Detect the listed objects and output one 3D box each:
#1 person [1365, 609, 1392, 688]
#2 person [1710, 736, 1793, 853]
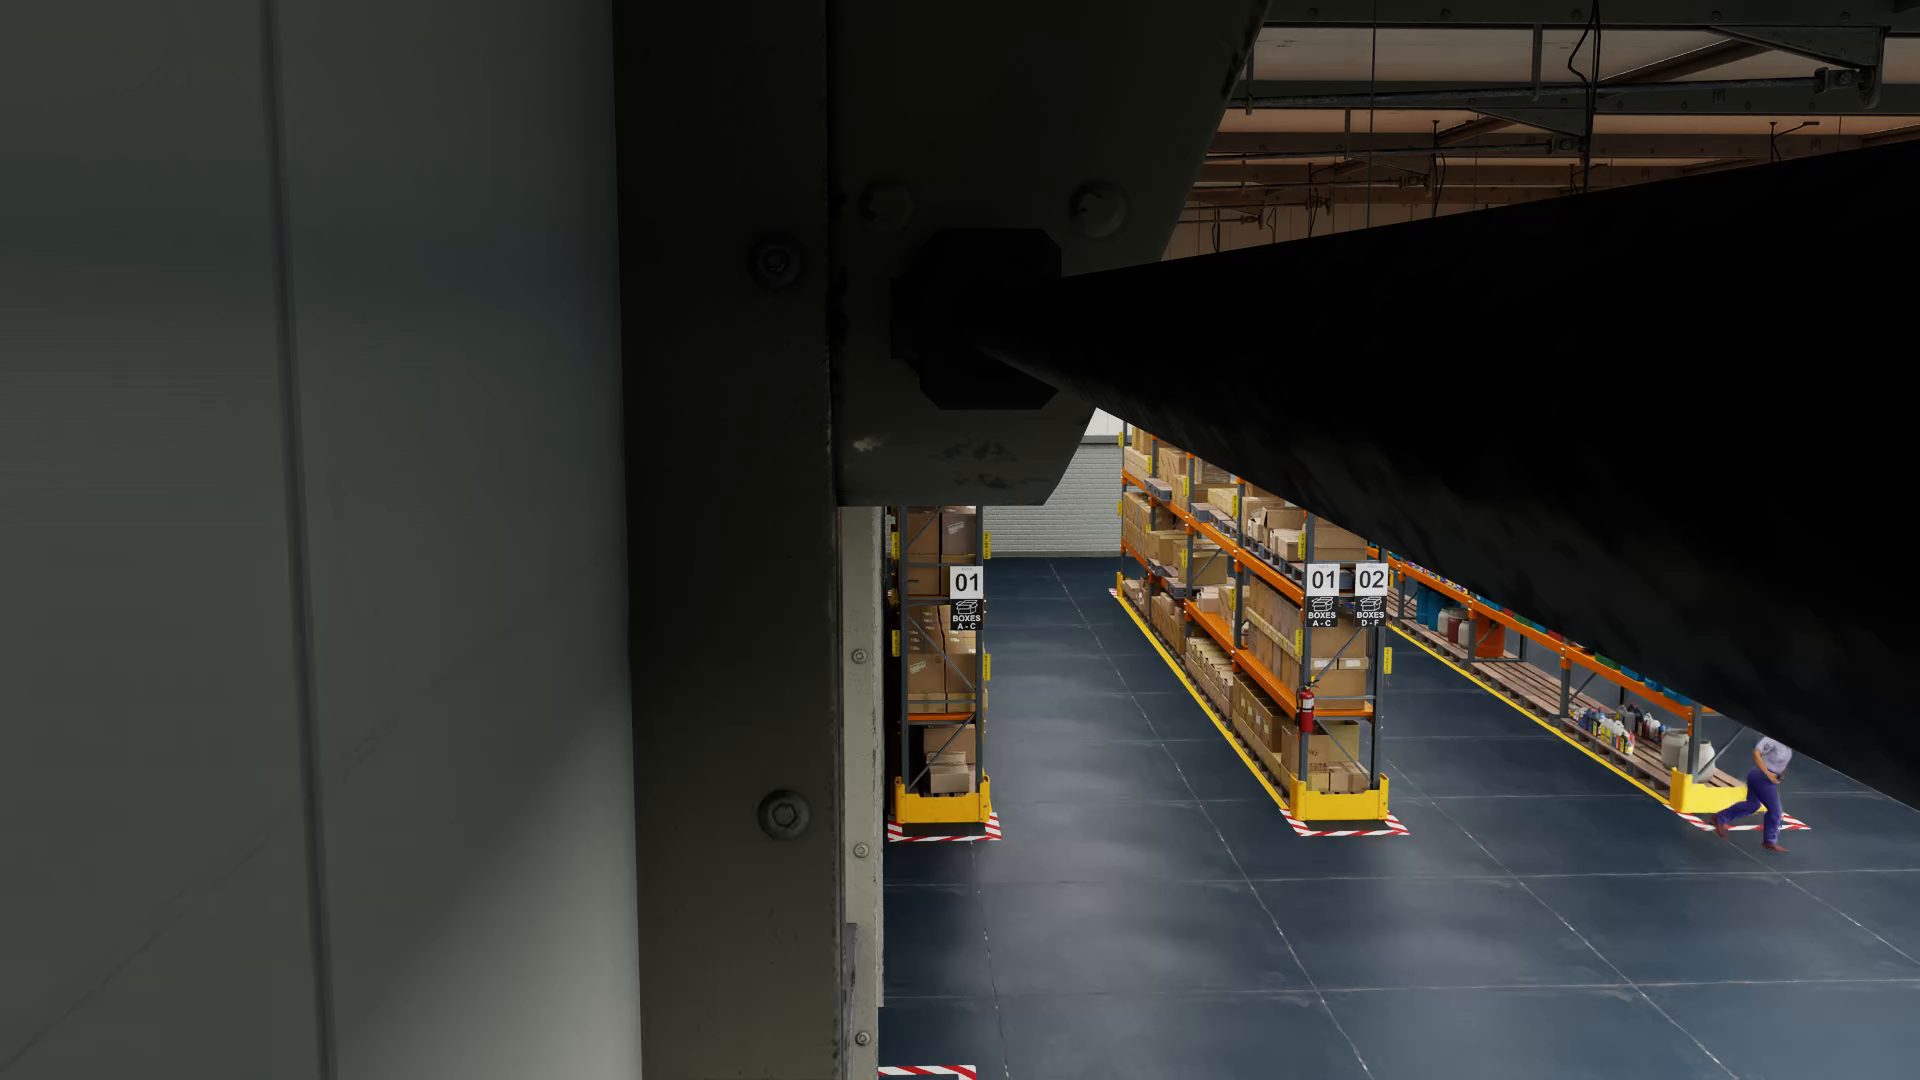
[{"bbox_3d":[6.982,1.589,27.883,0.579,1.657,0.923,-2,8,-15],"label":"person"},{"bbox_3d":[9.380,2.826,19.629,0.891,1.604,0.581,7,10,39],"label":"person"}]
